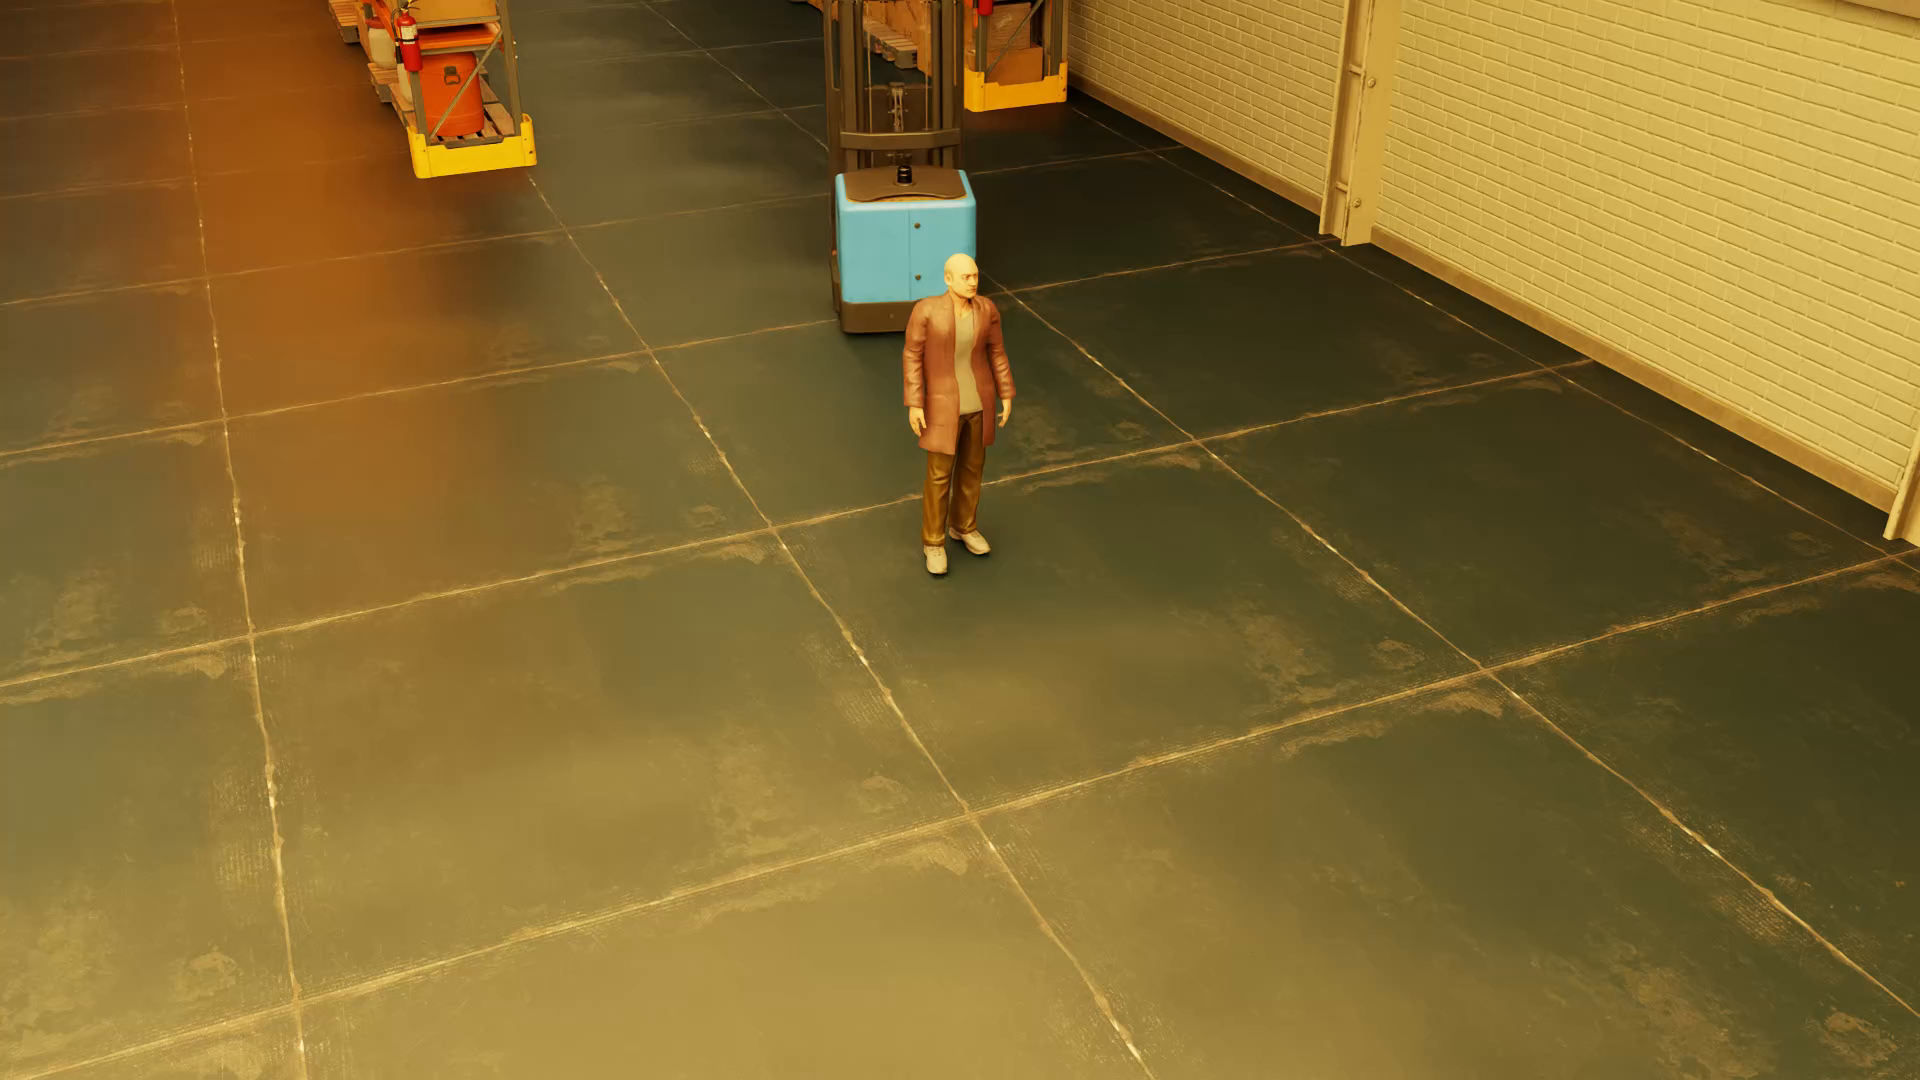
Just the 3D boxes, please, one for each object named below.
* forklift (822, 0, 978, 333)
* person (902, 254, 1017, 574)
[{"bbox_3d":[-0.537,-3.557,13.340,1.130,2.935,3.031,-3,30,-5],"label":"forklift"},{"bbox_3d":[0.033,-0.736,9.553,0.698,1.778,0.579,-12,32,-20],"label":"person"}]
